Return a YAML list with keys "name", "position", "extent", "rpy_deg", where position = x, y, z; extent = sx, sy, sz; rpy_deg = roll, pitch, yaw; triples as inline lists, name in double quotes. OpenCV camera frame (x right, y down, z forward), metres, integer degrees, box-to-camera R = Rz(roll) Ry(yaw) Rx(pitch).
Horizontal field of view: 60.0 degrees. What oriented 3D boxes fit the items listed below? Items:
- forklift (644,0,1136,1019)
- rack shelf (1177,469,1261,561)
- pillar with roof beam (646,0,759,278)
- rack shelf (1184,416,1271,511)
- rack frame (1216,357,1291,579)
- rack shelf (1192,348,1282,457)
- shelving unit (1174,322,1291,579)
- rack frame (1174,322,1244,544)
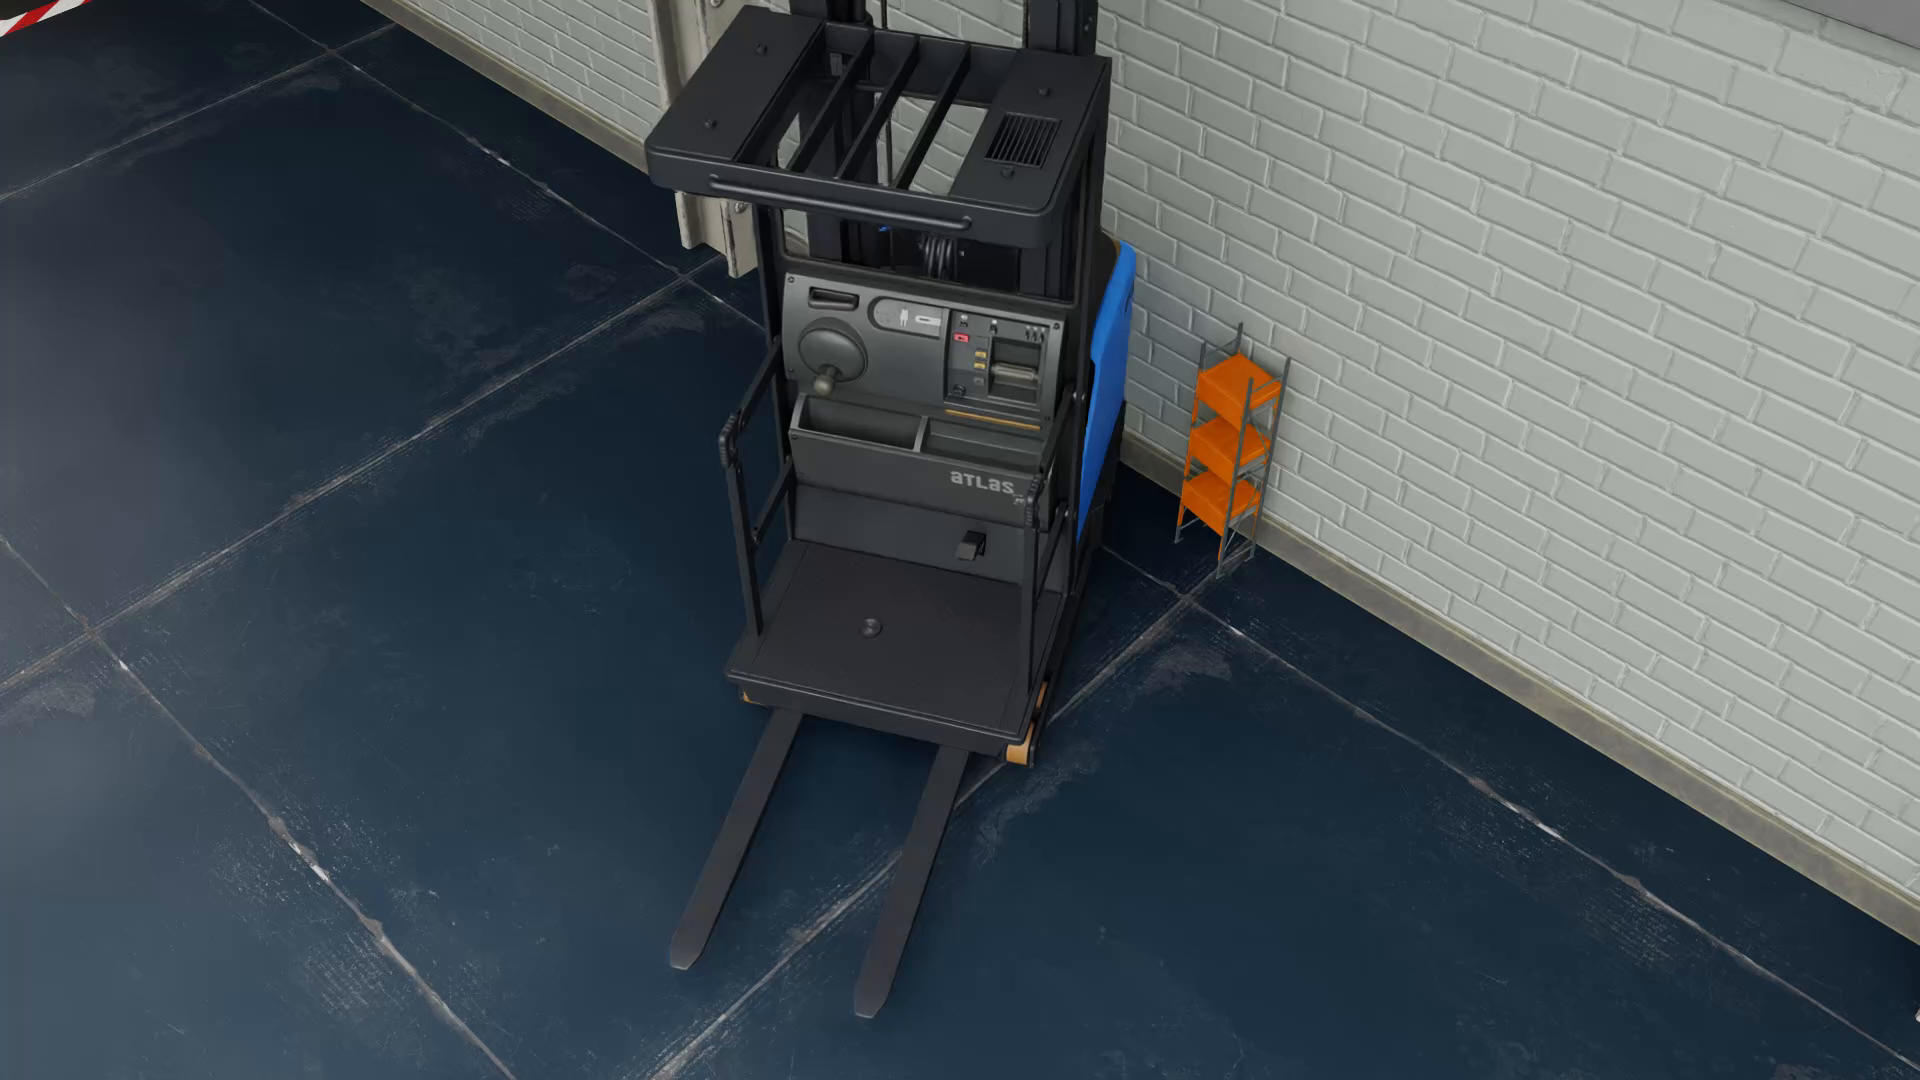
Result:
- name: "forklift"
  position: [-0.182, -0.519, 5.227]
  extent: [1.130, 2.935, 3.031]
  rpy_deg: [11, 48, 11]
- name: "rack shelf"
  position: [1.024, -0.122, 6.540]
  extent: [0.215, 0.259, 0.240]
  rpy_deg: [-29, 53, -24]
- name: "pillar with roof beam"
  position: [-4.028, -2.197, 2.640]
  extent: [0.400, 9.000, 9.100]
  rpy_deg: [34, 55, 28]
- name: "rack shelf"
  position: [1.024, -0.312, 6.338]
  extent: [0.215, 0.259, 0.240]
  rpy_deg: [-29, 53, -24]
- name: "rack frame"
  position: [1.098, -0.249, 6.263]
  extent: [0.200, 1.050, 0.008]
  rpy_deg: [-29, 53, -24]
- name: "rack shelf"
  position: [1.024, -0.507, 6.131]
  extent: [0.215, 0.259, 0.240]
  rpy_deg: [-29, 53, -24]
- name: "shelving unit"
  position: [1.024, -0.320, 6.330]
  extent: [0.215, 1.050, 0.252]
  rpy_deg: [-29, 53, -24]
- name: "rack frame"
  position: [0.951, -0.391, 6.397]
  extent: [0.200, 1.050, 0.008]
  rpy_deg: [-29, 53, -24]
